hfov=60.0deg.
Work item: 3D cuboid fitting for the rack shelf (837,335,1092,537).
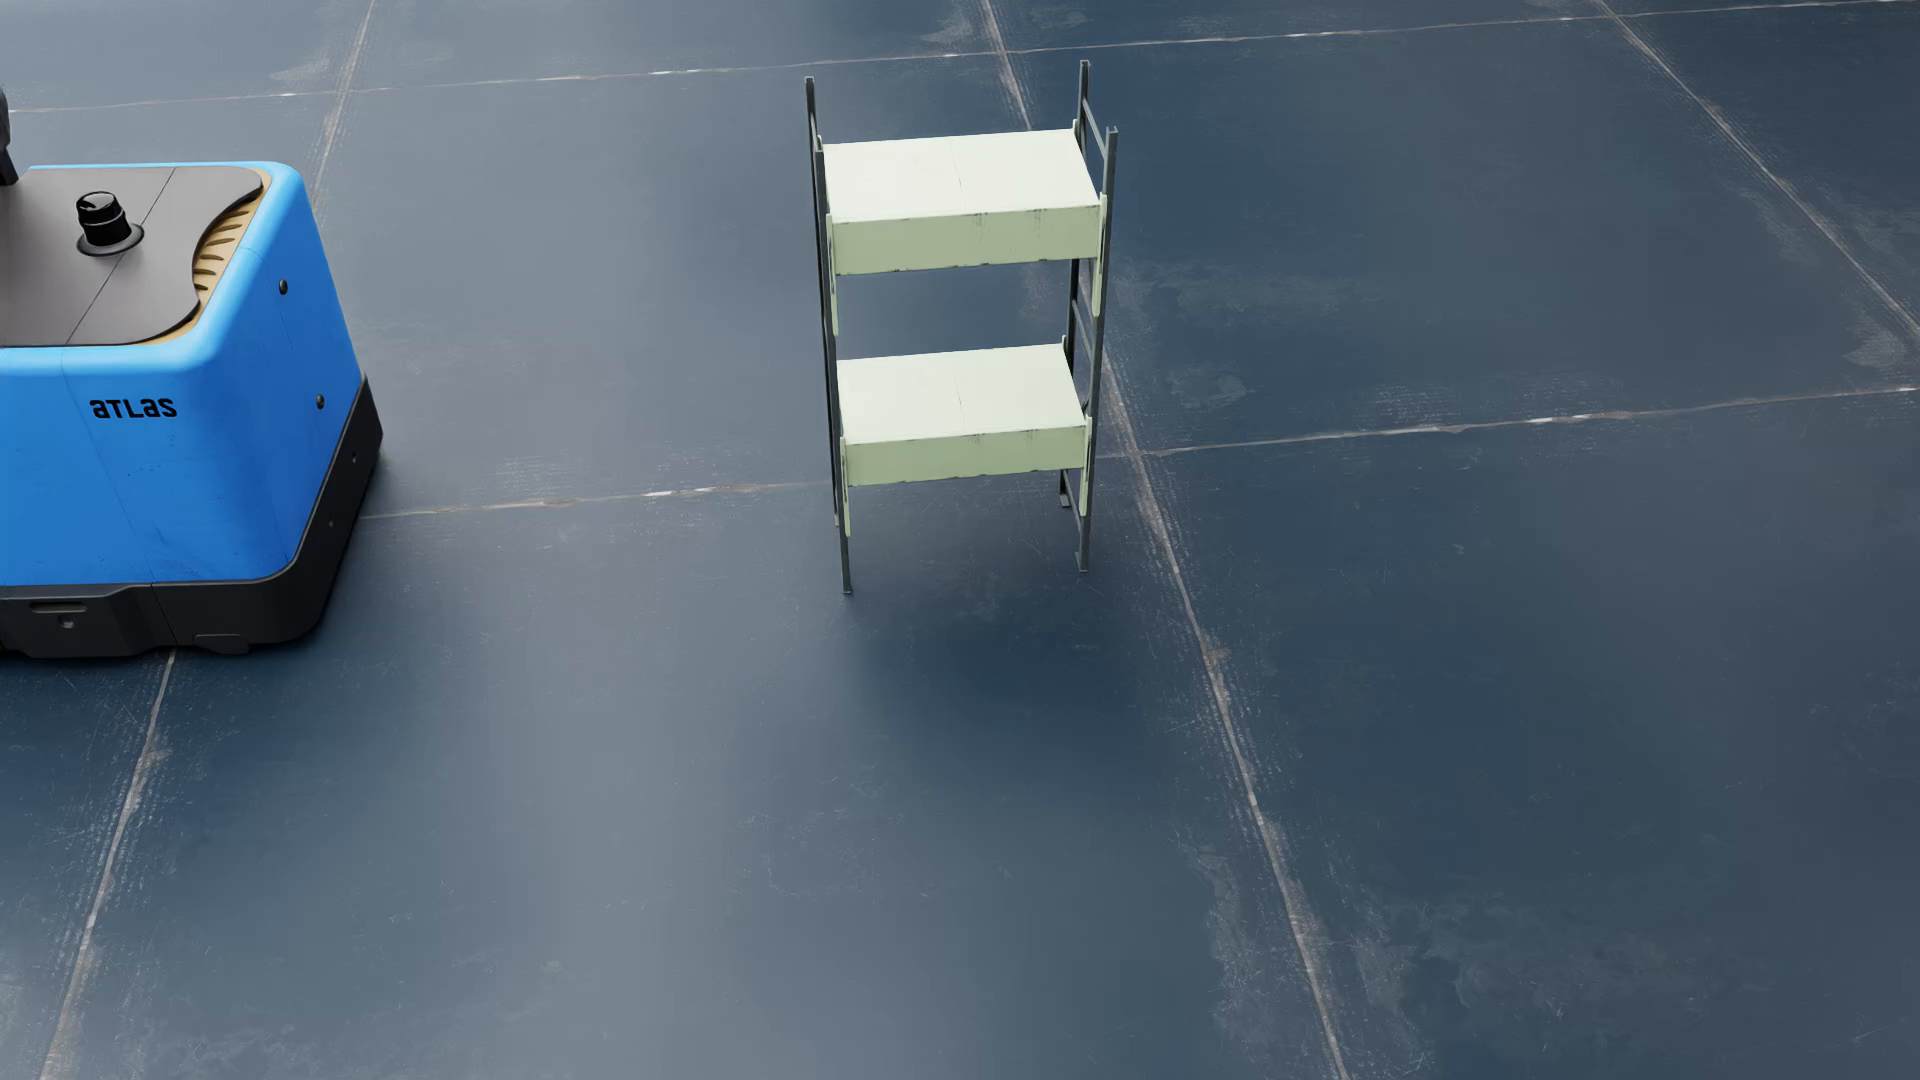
[{"bbox_3d":[-0.007,-0.314,4.965,0.720,0.370,0.431,-5,42,-6],"label":"rack shelf"}]

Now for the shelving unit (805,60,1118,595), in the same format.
[{"bbox_3d":[-0.007,-0.556,4.747,0.755,1.500,0.431,-5,42,-6],"label":"shelving unit"}]

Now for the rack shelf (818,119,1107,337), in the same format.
[{"bbox_3d":[-0.007,-0.846,4.486,0.720,0.370,0.431,-5,42,-6],"label":"rack shelf"}]

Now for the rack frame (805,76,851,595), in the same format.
[{"bbox_3d":[-0.370,-0.525,4.712,0.023,1.500,0.400,-5,42,-6],"label":"rack frame"}]

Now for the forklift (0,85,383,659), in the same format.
[{"bbox_3d":[-3.413,-1.052,4.228,3.031,2.935,1.130,-1,42,-2],"label":"forklift"}]

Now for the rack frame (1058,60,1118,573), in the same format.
[{"bbox_3d":[0.356,-0.588,4.782,0.023,1.500,0.400,-5,42,-6],"label":"rack frame"}]
